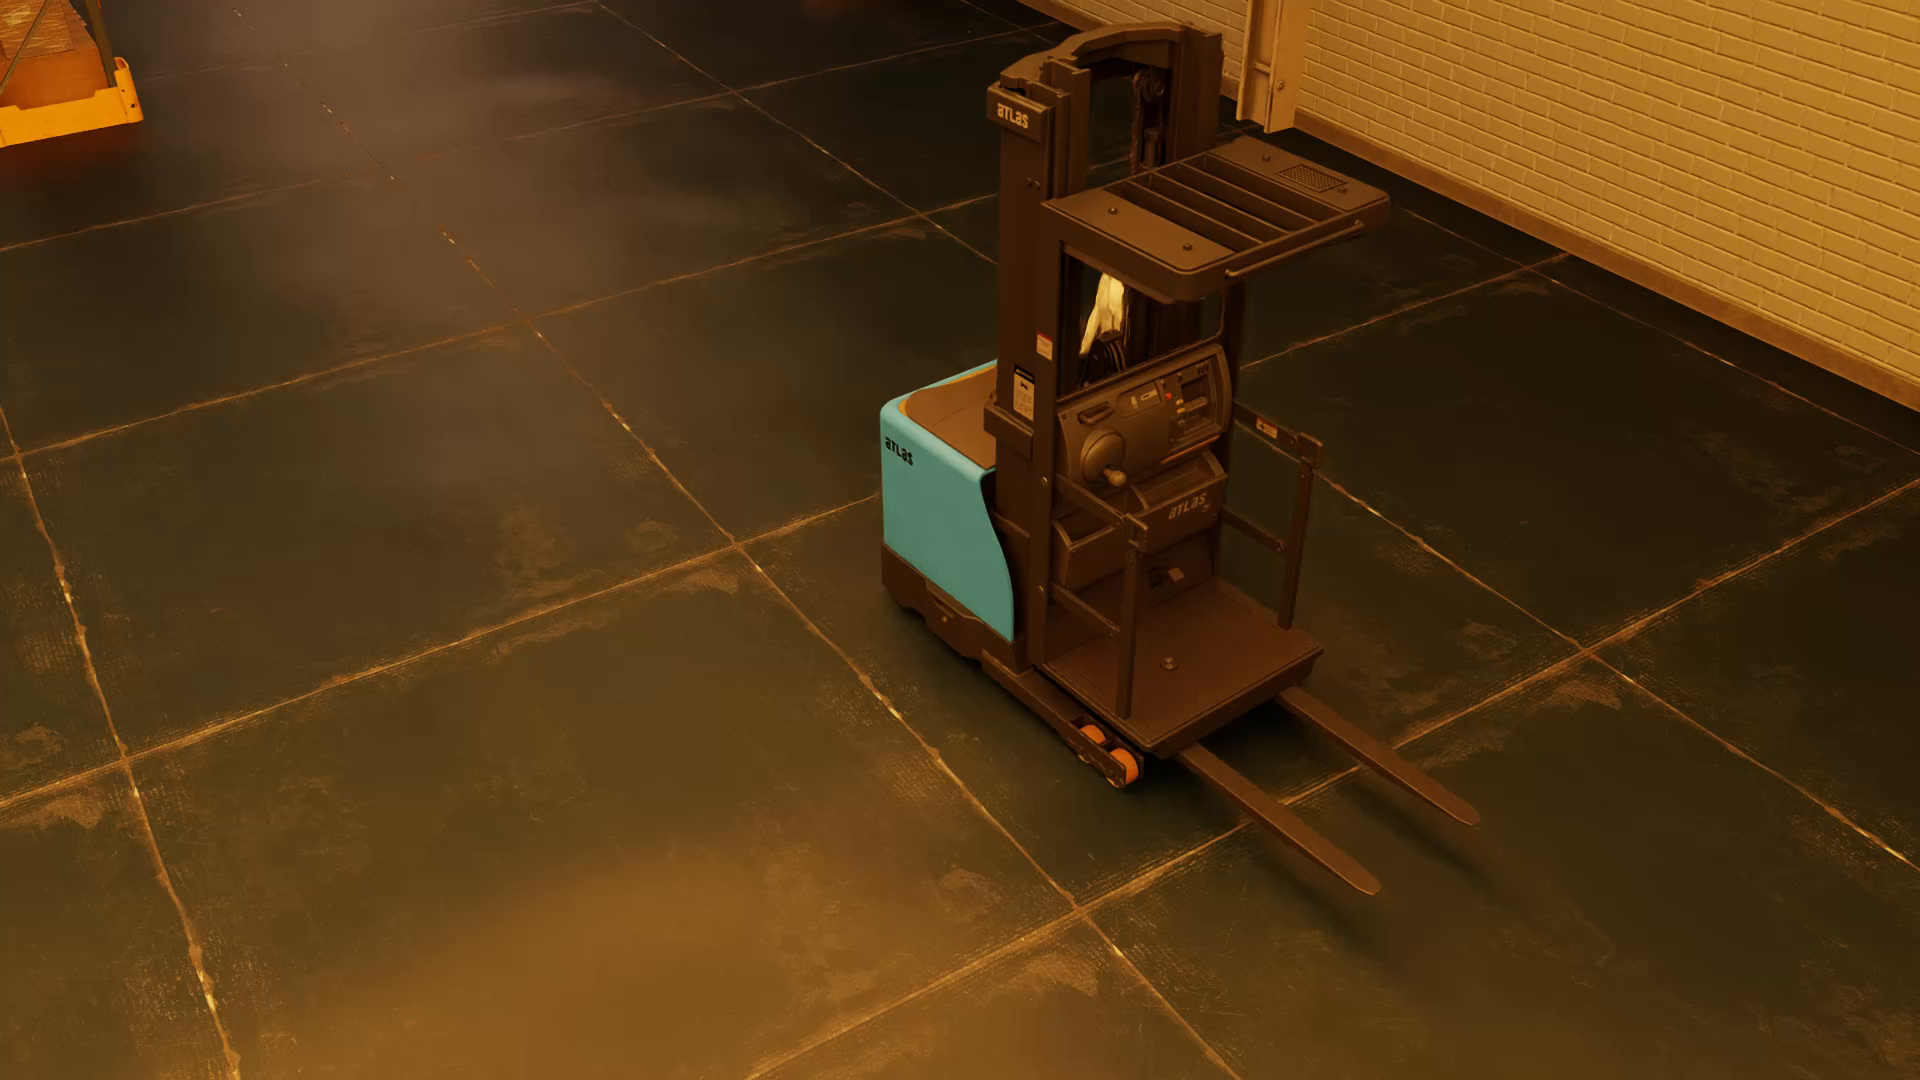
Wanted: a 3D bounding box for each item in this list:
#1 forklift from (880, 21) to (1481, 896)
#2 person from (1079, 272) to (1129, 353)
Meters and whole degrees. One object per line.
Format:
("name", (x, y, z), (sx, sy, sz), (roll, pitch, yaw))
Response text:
("forklift", (0.912, -0.458, 6.799), (1.130, 2.935, 3.031), (-24, 42, -30))
("person", (0.866, -0.871, 8.514), (0.343, 1.642, 0.701), (-26, 43, -32))
